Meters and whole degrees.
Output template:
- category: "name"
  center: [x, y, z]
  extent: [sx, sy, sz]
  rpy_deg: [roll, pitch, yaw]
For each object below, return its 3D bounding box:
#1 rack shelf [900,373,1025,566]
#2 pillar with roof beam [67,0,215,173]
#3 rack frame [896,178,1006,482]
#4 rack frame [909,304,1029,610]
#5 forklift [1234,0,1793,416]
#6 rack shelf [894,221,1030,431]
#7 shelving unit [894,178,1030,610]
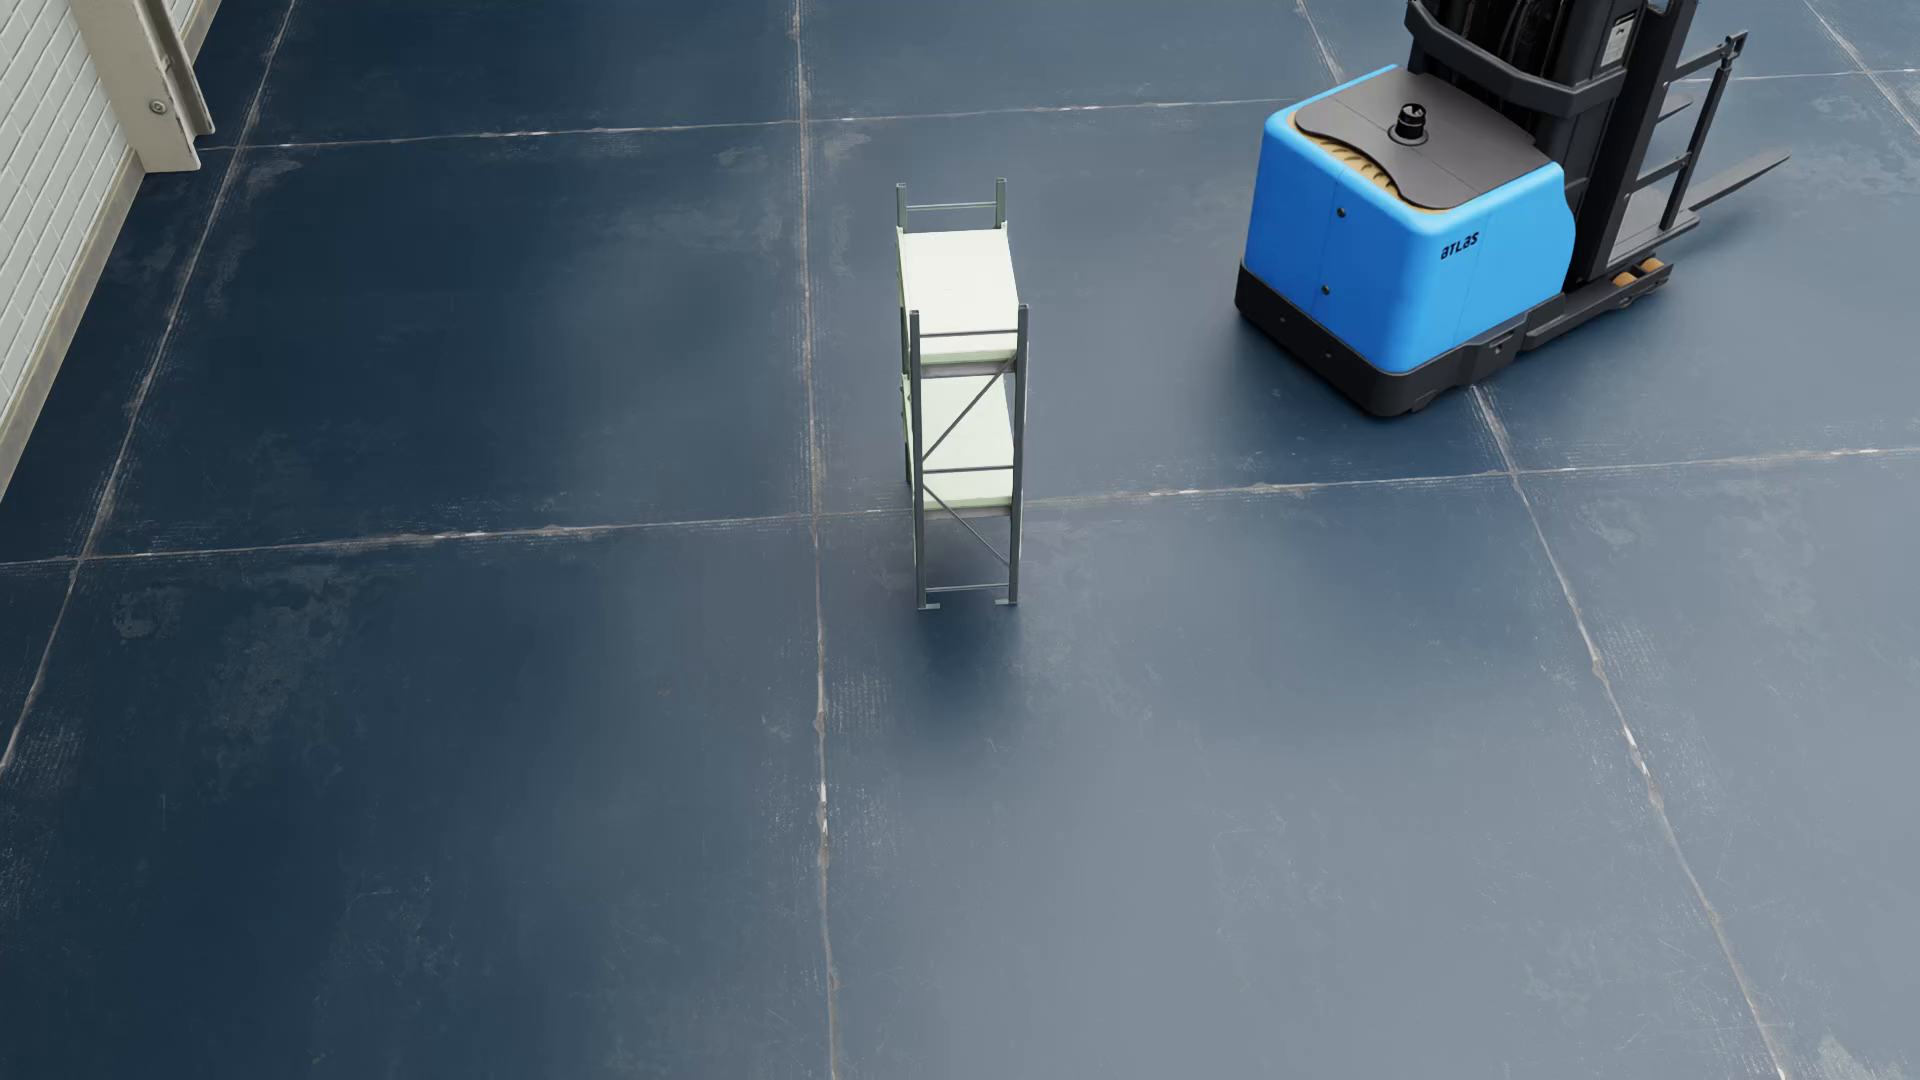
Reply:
- category: "rack shelf"
  center: [-0.001, -0.296, 6.583]
  extent: [0.431, 0.370, 0.720]
  rpy_deg: [-3, 47, -3]
- category: "pillar with roof beam"
  center: [0.125, -5.431, 5.833]
  extent: [9.100, 9.000, 0.400]
  rpy_deg: [-3, 47, -3]
- category: "rack frame"
  center: [-0.031, -0.785, 6.597]
  extent: [0.400, 1.500, 0.023]
  rpy_deg: [-3, 47, -3]
- category: "rack frame"
  center: [0.030, -0.256, 6.096]
  extent: [0.400, 1.500, 0.023]
  rpy_deg: [-3, 47, -3]
- category: "forklift"
  center: [2.798, -2.406, 7.147]
  extent: [3.031, 2.935, 1.130]
  rpy_deg: [-27, 52, -23]
- category: "rack shelf"
  center: [-0.001, -0.789, 6.063]
  extent: [0.431, 0.370, 0.720]
  rpy_deg: [-3, 47, -3]
- category: "shelving unit"
  center: [-0.001, -0.521, 6.347]
  extent: [0.431, 1.500, 0.755]
  rpy_deg: [-3, 47, -3]
